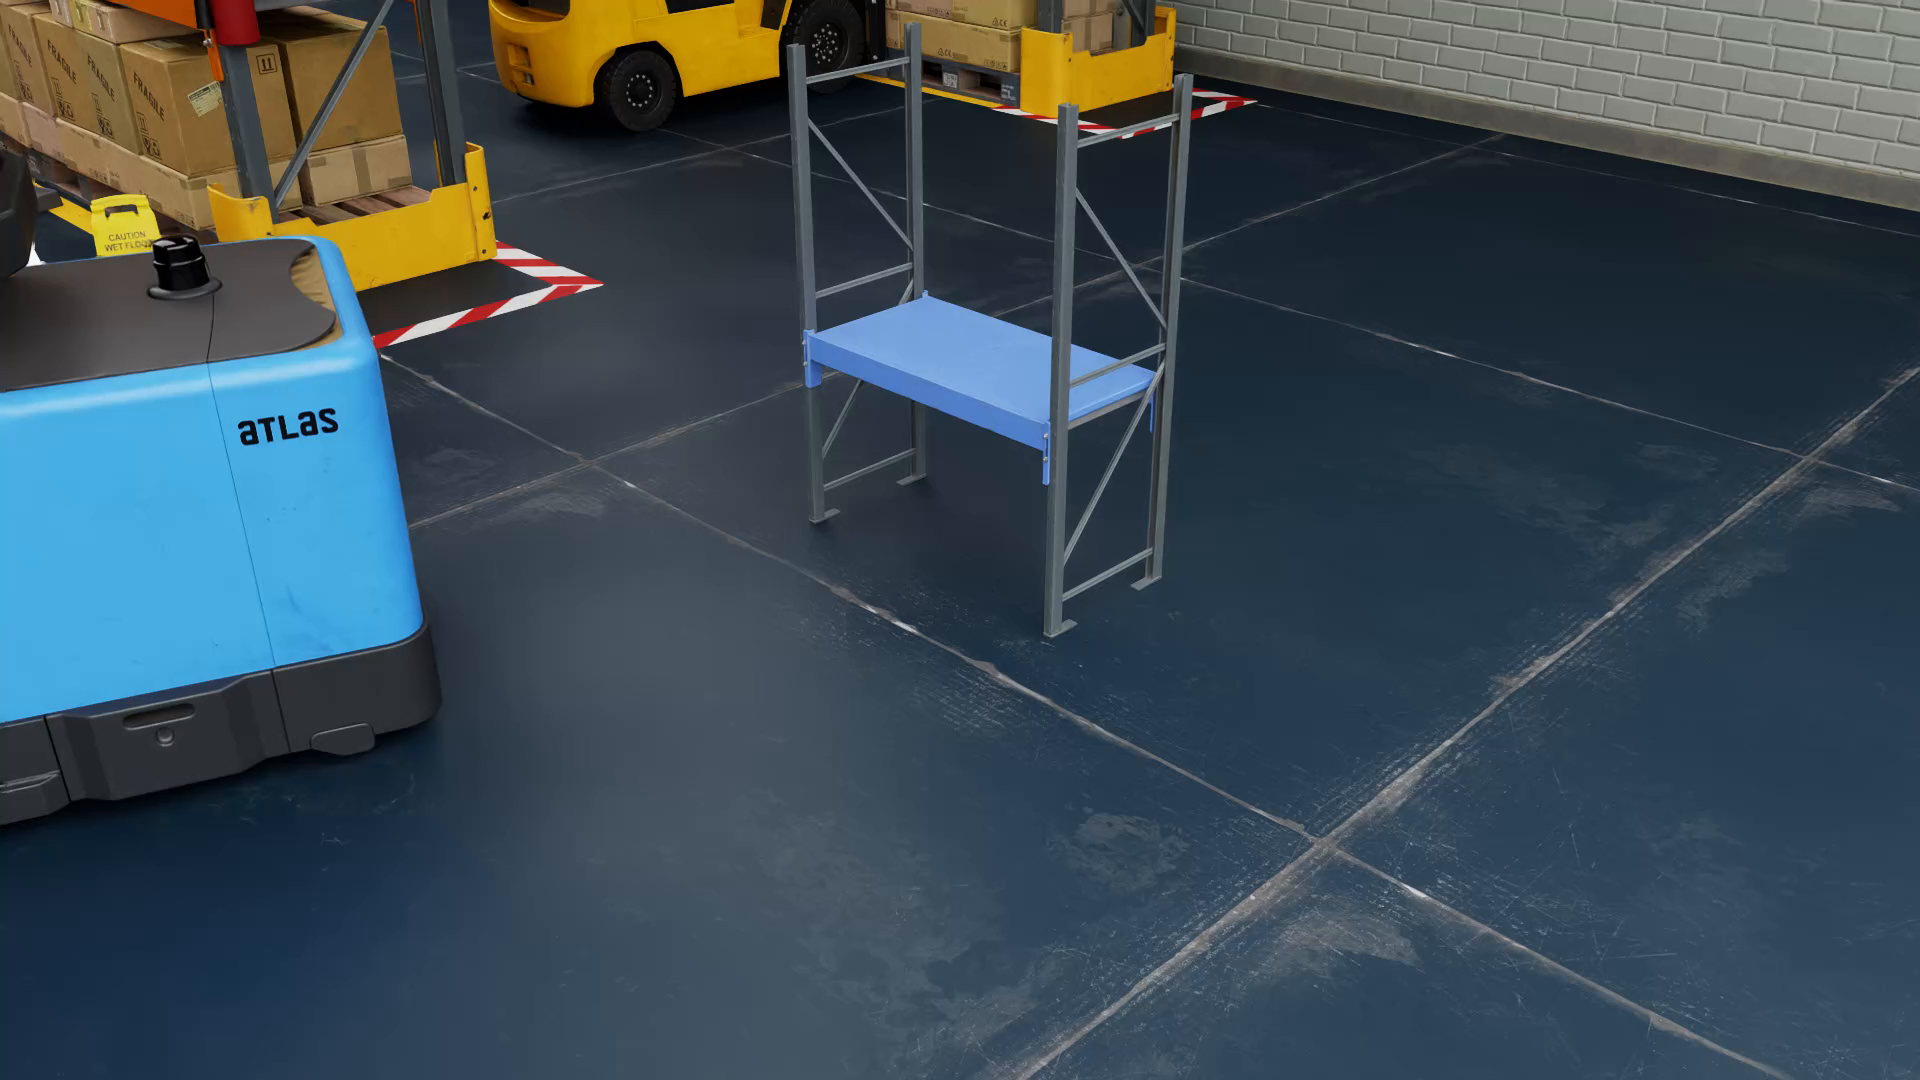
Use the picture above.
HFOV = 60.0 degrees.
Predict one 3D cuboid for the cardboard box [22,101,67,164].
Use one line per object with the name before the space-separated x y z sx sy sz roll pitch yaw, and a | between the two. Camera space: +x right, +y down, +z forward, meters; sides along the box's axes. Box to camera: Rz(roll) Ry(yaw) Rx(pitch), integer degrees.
cardboard box | -4.469 -2.145 8.610 0.500 0.250 0.500 24 36 38

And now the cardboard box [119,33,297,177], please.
cardboard box | -3.371 -1.972 7.474 0.500 0.500 0.500 25 37 39

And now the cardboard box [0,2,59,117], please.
cardboard box | -4.480 -2.479 8.440 0.500 0.500 0.500 -23 35 -37

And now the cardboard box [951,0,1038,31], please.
cardboard box | 0.294 -3.390 10.440 0.500 0.250 0.500 24 36 38

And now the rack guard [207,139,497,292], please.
rack guard | -2.671 -1.414 7.403 0.348 0.500 1.175 25 36 38

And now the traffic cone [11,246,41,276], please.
traffic cone | -3.828 -1.085 6.817 0.334 0.463 0.336 25 36 38

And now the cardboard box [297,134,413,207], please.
cardboard box | -2.999 -1.820 7.991 0.500 0.250 0.500 24 36 38

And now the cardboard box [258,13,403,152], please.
cardboard box | -3.016 -2.159 7.831 0.500 0.500 0.500 23 36 37

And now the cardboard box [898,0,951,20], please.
cardboard box | -0.056 -3.557 10.758 0.500 0.250 0.500 24 36 38

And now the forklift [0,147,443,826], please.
forklift | -2.899 -0.717 3.465 3.031 2.935 1.130 -12 30 -21

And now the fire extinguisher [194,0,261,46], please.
fire extinguisher | -2.859 -2.272 6.430 0.183 0.674 0.296 25 36 38

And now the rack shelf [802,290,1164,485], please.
rack shelf | 0.061 -0.477 4.932 1.000 0.185 0.538 25 36 38

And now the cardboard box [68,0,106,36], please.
cardboard box | -3.857 -2.439 7.667 0.380 0.149 0.250 -25 36 -38

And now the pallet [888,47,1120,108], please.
pallet | 0.285 -3.146 11.006 1.213 0.211 1.003 25 36 38

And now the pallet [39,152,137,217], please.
pallet | -4.092 -1.961 8.754 1.213 0.211 1.003 25 36 38

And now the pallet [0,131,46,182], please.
pallet | -4.966 -2.360 9.511 1.213 0.211 1.003 25 36 38

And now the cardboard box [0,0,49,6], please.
cardboard box | -4.629 -2.792 8.338 0.380 0.149 0.250 -23 35 -36

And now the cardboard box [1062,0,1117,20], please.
cardboard box | 0.671 -3.557 10.758 0.500 0.250 0.500 -25 36 -38

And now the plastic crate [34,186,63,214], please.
plastic crate | -4.925 -1.725 8.444 0.583 0.080 0.402 12 30 22

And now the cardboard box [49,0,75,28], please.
cardboard box | -4.044 -2.526 7.831 0.380 0.149 0.250 -23 36 -37

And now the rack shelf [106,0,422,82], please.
rack shelf | -4.043 -2.830 8.182 4.000 0.370 1.077 25 36 38

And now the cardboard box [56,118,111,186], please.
cardboard box | -4.123 -1.980 8.296 0.500 0.250 0.500 23 35 37

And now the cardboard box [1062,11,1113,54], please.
cardboard box | 0.647 -3.339 10.879 0.500 0.250 0.500 25 37 39

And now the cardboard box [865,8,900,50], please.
cardboard box | -0.395 -3.494 11.174 0.500 0.250 0.500 -25 37 -39

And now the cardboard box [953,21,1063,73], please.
cardboard box | 0.304 -3.162 10.543 0.500 0.250 0.500 25 37 39

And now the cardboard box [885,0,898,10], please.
cardboard box | -0.439 -3.718 11.065 0.500 0.250 0.500 24 36 37

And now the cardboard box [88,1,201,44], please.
cardboard box | -3.680 -2.356 7.509 0.380 0.149 0.250 -24 36 -38

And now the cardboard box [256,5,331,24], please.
cardboard box | -3.392 -2.329 8.153 0.500 0.500 0.500 23 35 37

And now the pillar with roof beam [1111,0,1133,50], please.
pillar with roof beam | -2.023 -5.897 6.797 0.400 9.000 9.100 25 36 38

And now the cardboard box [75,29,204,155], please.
cardboard box | -3.746 -2.141 7.796 0.500 0.500 0.500 -24 36 -37

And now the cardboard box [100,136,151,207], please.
cardboard box | -3.746 -1.811 7.974 0.500 0.250 0.500 25 37 39

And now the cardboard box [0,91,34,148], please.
cardboard box | -4.849 -2.318 8.938 0.500 0.250 0.500 -23 35 -36

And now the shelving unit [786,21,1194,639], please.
shelving unit | 0.061 -0.636 4.848 1.048 1.500 0.538 25 36 38

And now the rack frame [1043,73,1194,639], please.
rack frame | 0.423 -0.470 4.533 0.032 1.500 0.500 25 36 38

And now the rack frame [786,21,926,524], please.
rack frame | -0.302 -0.802 5.163 0.032 1.500 0.500 25 36 38

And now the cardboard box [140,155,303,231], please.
cardboard box | -3.399 -1.647 7.663 0.500 0.250 0.500 24 36 38

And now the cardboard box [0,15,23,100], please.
cardboard box | -4.848 -2.649 8.763 0.500 0.500 0.500 -24 36 -37

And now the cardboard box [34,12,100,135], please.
cardboard box | -4.101 -2.308 8.114 0.500 0.500 0.500 24 36 37

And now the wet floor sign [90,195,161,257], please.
wet floor sign | -3.232 -1.037 6.529 0.267 0.644 0.232 -13 30 -22

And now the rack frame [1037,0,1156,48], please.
rack frame | 0.860 -4.145 9.909 0.127 3.000 1.000 25 36 38

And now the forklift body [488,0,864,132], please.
forklift body | -1.771 -3.782 10.132 1.214 2.155 2.313 25 36 38

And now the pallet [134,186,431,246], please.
pallet | -3.226 -1.563 7.997 1.213 0.211 1.003 25 36 38

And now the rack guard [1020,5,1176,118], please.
rack guard | 0.877 -3.030 10.476 0.348 0.500 1.175 25 36 38

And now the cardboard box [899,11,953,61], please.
cardboard box | -0.044 -3.327 10.858 0.500 0.250 0.500 25 36 38

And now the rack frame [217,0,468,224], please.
rack frame | -2.617 -2.496 6.774 0.127 3.000 1.000 25 36 38

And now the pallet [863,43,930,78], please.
pallet | -0.580 -3.544 11.763 1.213 0.211 1.003 25 36 38
